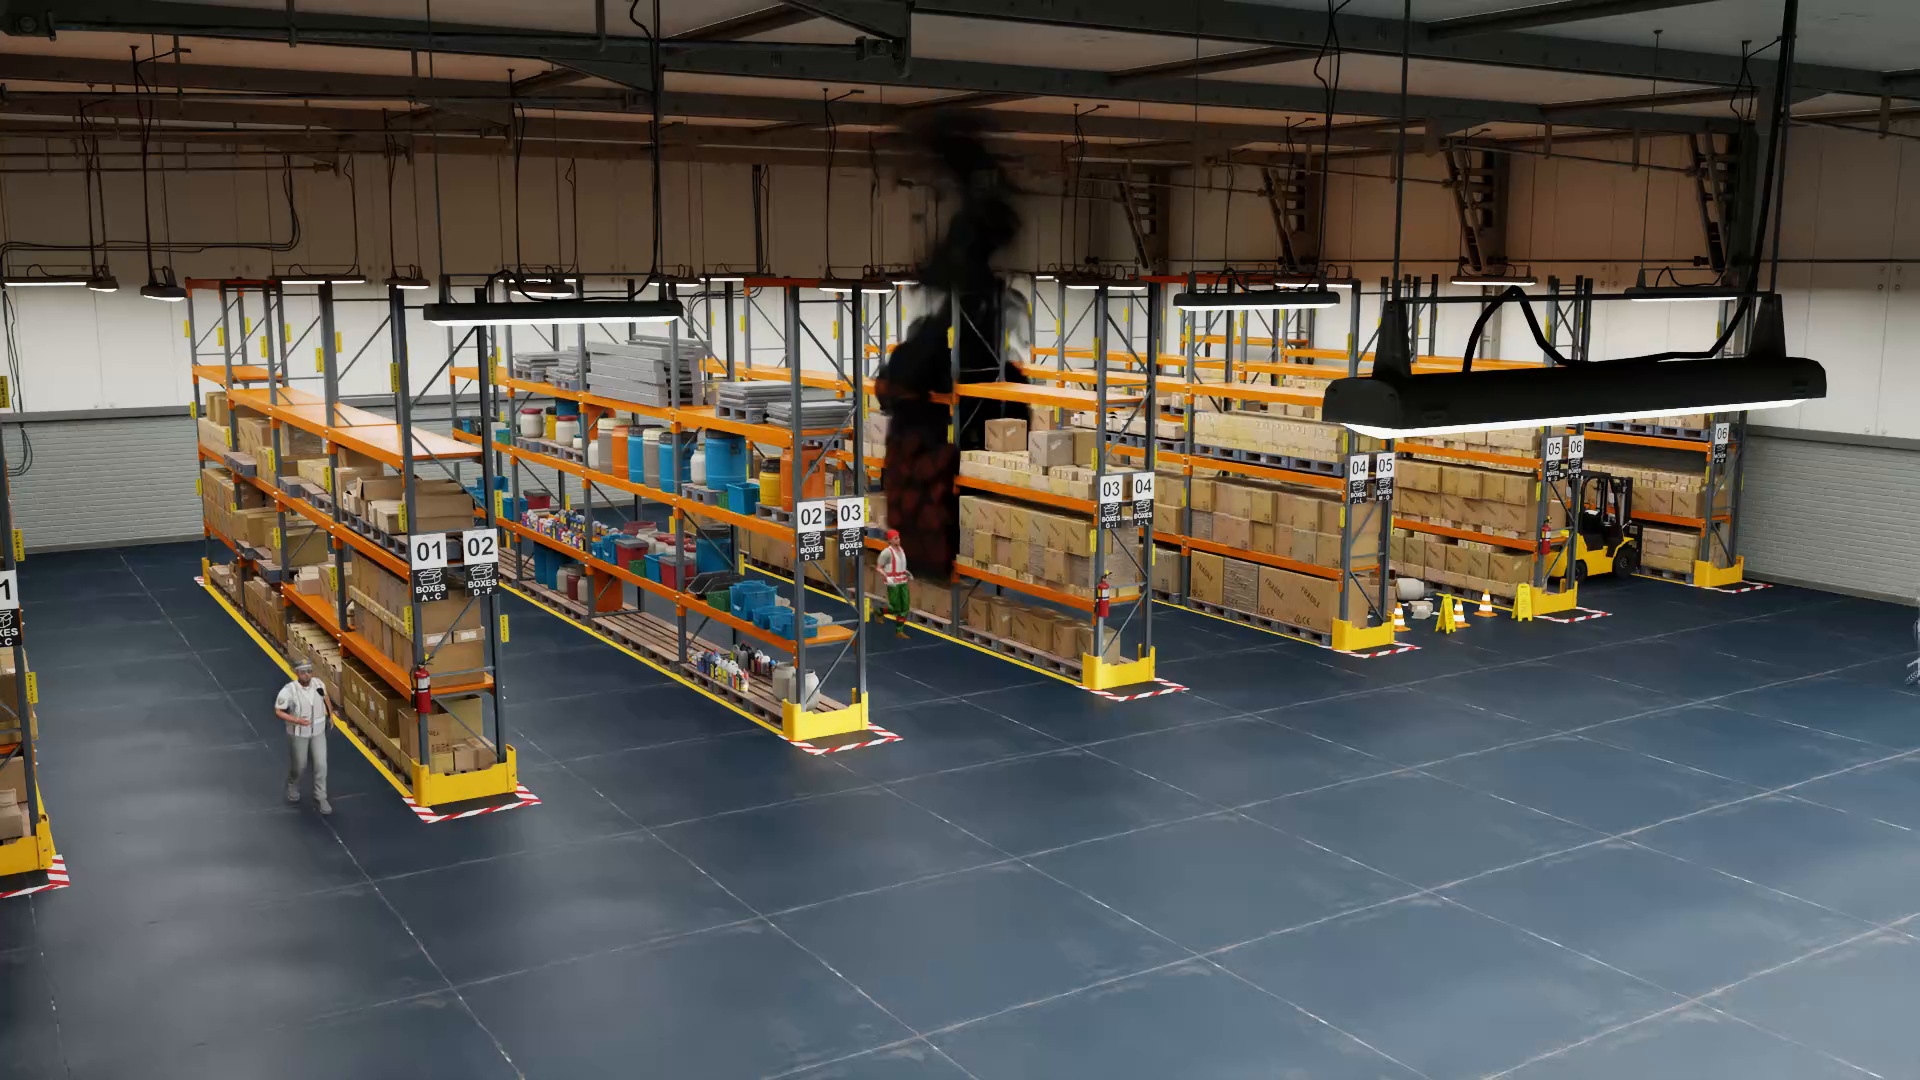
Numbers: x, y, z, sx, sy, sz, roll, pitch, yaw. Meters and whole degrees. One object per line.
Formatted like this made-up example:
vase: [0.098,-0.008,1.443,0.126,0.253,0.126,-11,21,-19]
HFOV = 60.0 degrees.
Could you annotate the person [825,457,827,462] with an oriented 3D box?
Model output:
person: [-3.435,-1.174,39.854,0.725,1.695,0.539,2,10,14]

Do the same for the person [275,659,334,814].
person: [-7.619,2.244,19.370,0.684,1.808,0.866,-9,13,-41]

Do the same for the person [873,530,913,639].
person: [-1.073,0.699,26.859,0.704,1.760,0.653,8,13,40]
